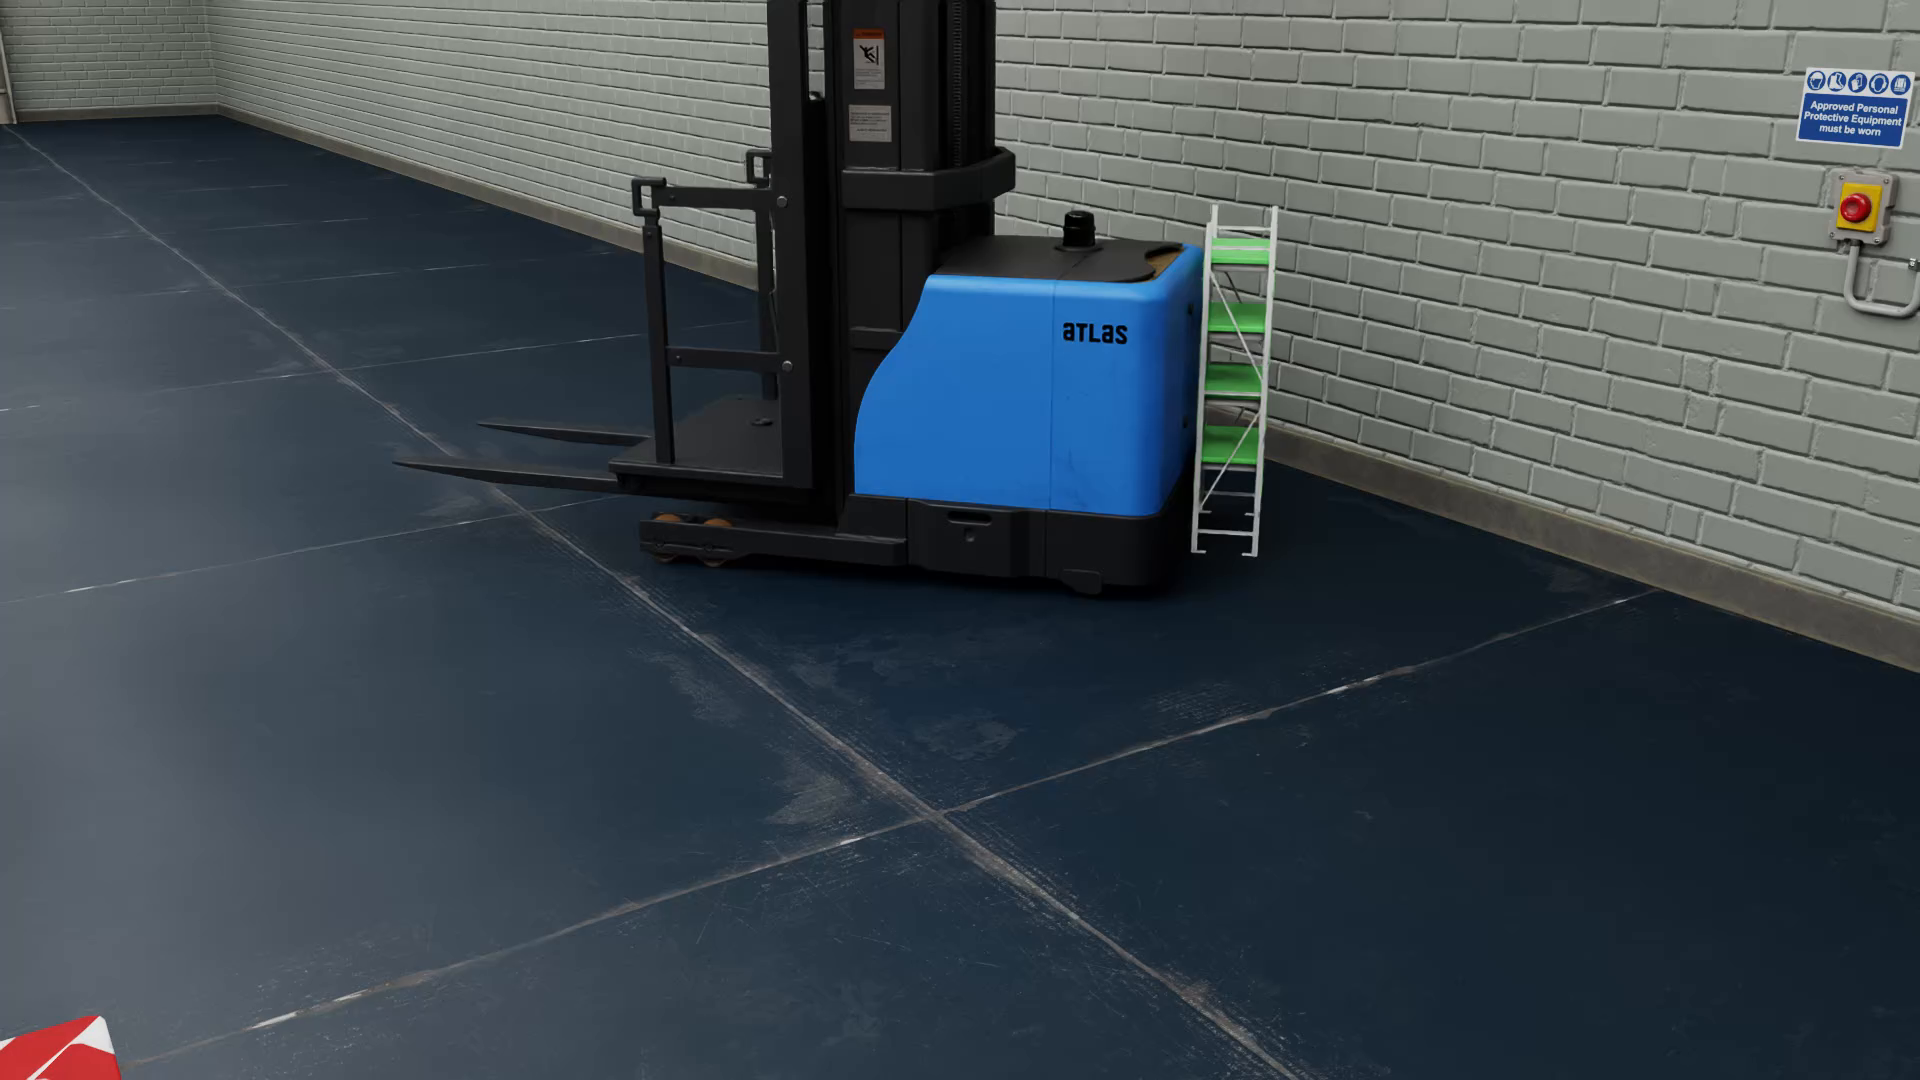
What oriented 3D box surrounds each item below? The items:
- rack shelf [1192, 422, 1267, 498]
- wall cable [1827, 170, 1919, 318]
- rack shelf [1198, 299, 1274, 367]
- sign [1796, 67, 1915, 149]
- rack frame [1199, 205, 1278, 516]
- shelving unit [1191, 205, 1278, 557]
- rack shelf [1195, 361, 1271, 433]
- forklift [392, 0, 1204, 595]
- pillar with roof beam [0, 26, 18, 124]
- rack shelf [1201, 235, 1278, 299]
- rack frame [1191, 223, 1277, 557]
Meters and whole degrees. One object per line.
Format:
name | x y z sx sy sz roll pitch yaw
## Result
rack shelf | 1.012 -0.306 6.225 0.258 0.148 0.480 3 19 10
wall cable | 2.629 -1.629 4.743 0.123 1.953 0.585 -12 22 -31
rack shelf | 1.012 -0.761 6.071 0.258 0.148 0.480 3 19 10
sign | 2.653 -1.284 4.938 0.001 0.218 0.327 -12 22 -31
rack frame | 1.057 -0.671 6.355 0.240 1.200 0.015 3 19 10
shelving unit | 1.012 -0.594 6.127 0.258 1.200 0.503 3 19 10
rack shelf | 1.012 -0.533 6.148 0.258 0.148 0.480 3 19 10
forklift | -0.660 -1.452 5.962 3.031 2.935 1.130 5 19 15
pillar with roof beam | -11.544 -9.156 19.277 0.400 9.000 9.100 -12 22 -31
rack shelf | 1.012 -0.988 5.994 0.258 0.148 0.480 3 19 10
rack frame | 0.968 -0.517 5.900 0.240 1.200 0.015 3 19 10
